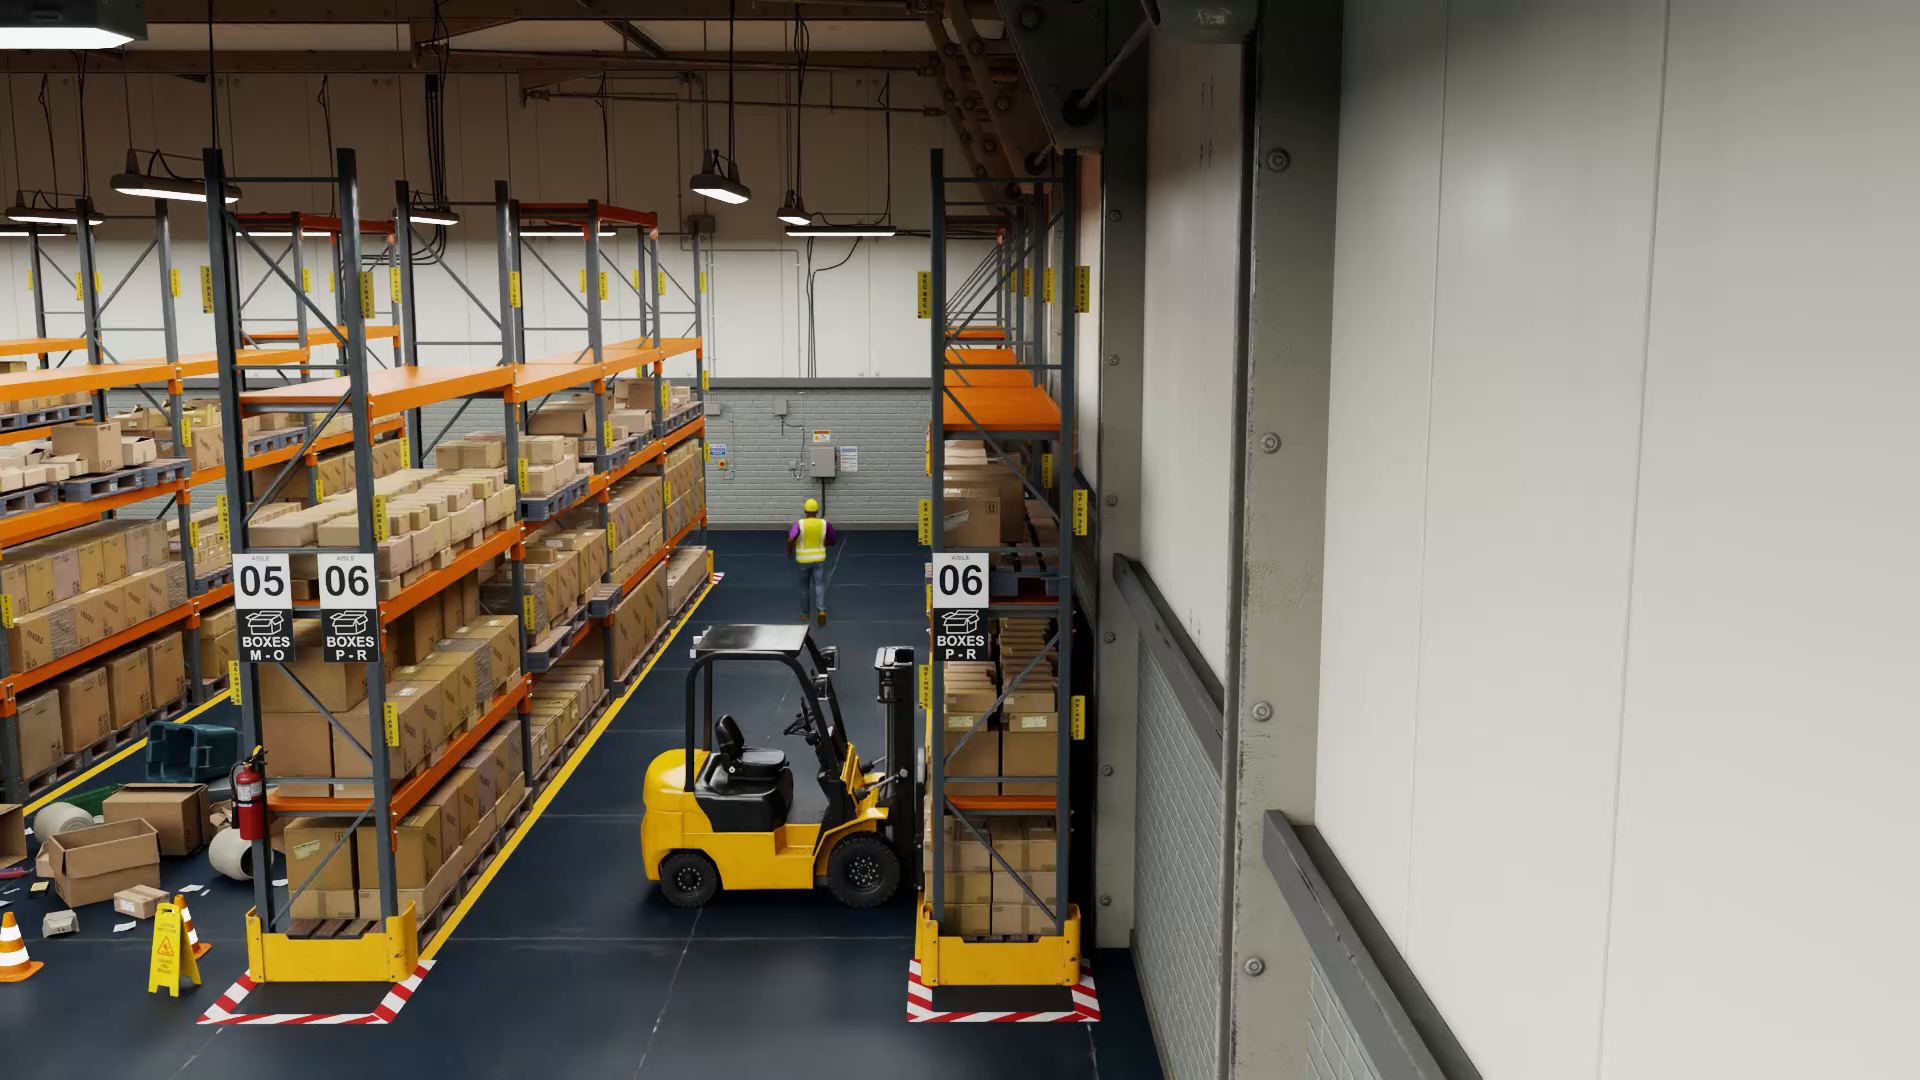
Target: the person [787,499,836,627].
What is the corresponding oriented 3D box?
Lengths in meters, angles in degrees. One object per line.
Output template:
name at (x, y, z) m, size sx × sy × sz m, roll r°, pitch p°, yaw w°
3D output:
person at (-2.091, 0.303, 23.254) m, size 0.722 × 1.784 × 0.865 m, roll -3°, pitch 10°, yaw -16°
